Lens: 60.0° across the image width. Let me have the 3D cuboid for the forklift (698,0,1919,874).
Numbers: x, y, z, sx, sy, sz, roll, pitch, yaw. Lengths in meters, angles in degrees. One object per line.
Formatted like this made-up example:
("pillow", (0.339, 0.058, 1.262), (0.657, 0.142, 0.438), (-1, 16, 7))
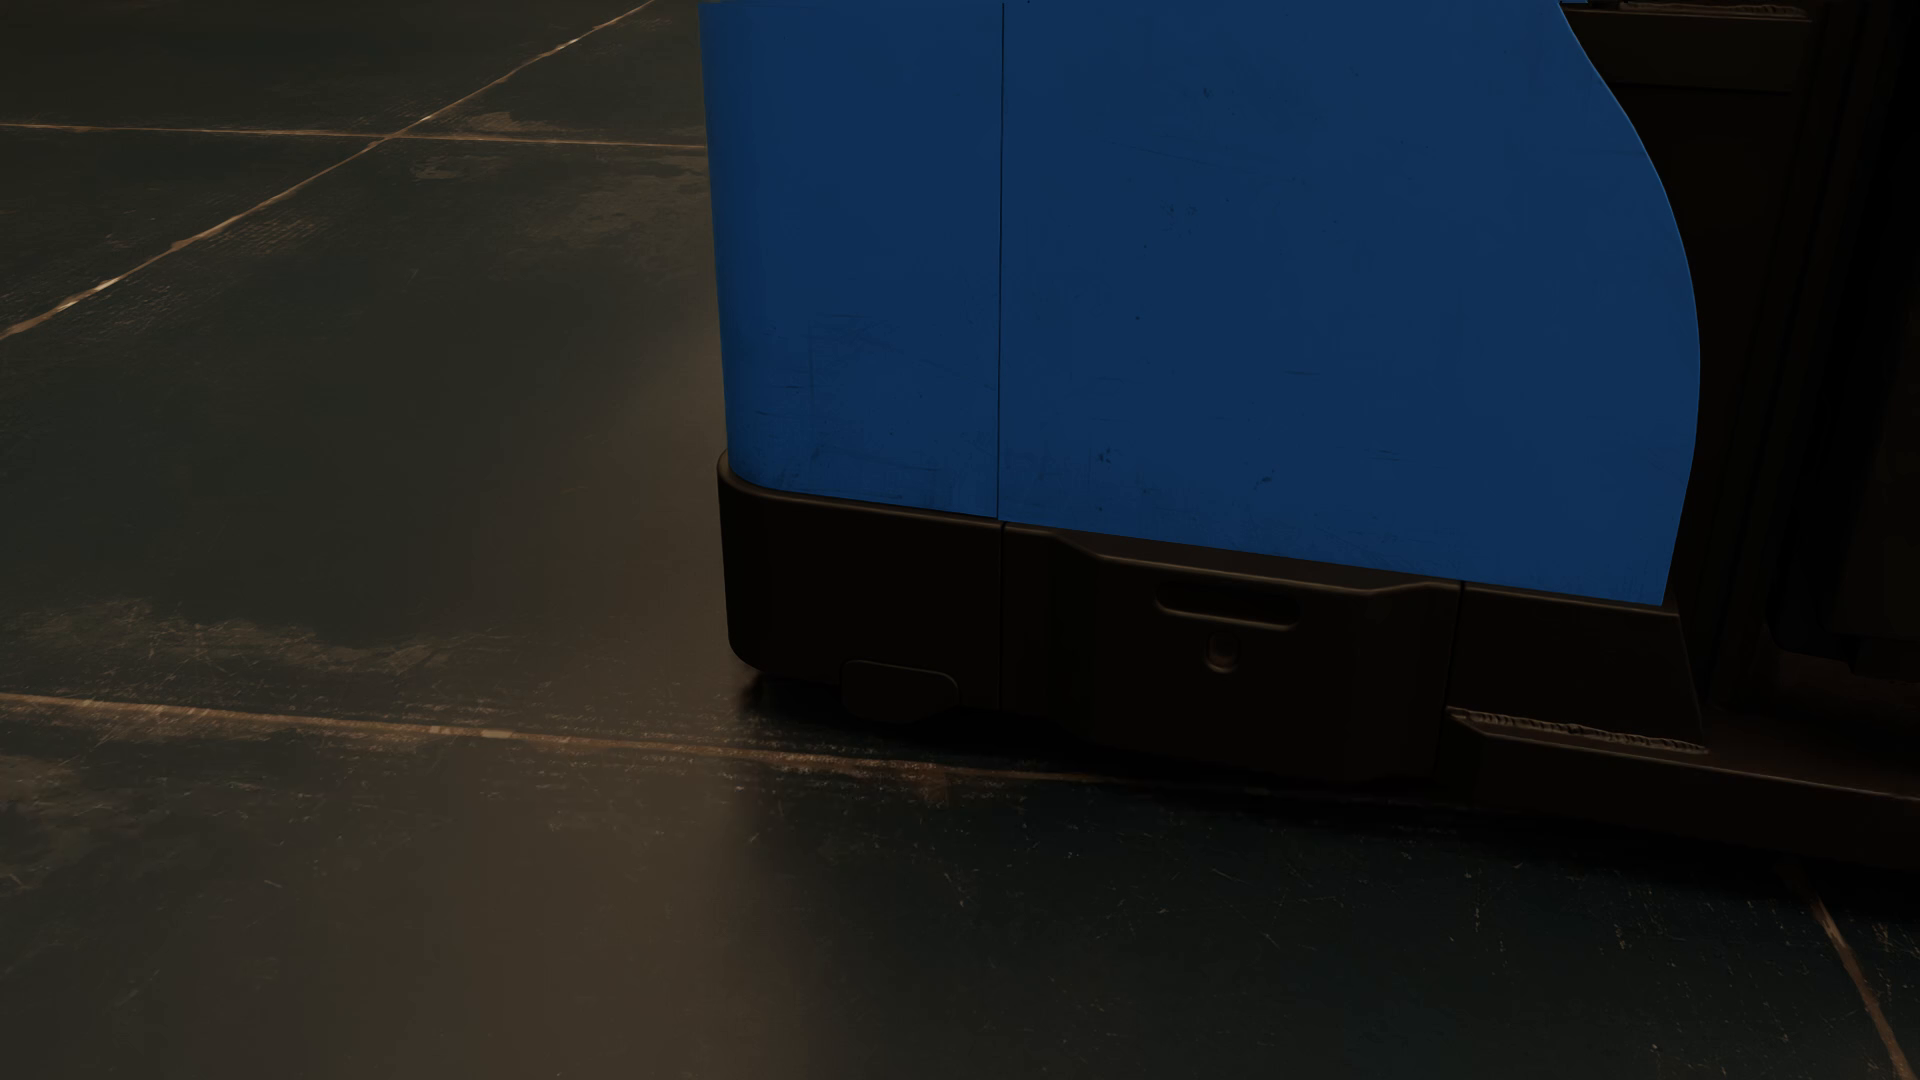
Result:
("forklift", (1.285, -1.126, 1.474), (3.031, 2.935, 1.130), (8, 28, 15))
